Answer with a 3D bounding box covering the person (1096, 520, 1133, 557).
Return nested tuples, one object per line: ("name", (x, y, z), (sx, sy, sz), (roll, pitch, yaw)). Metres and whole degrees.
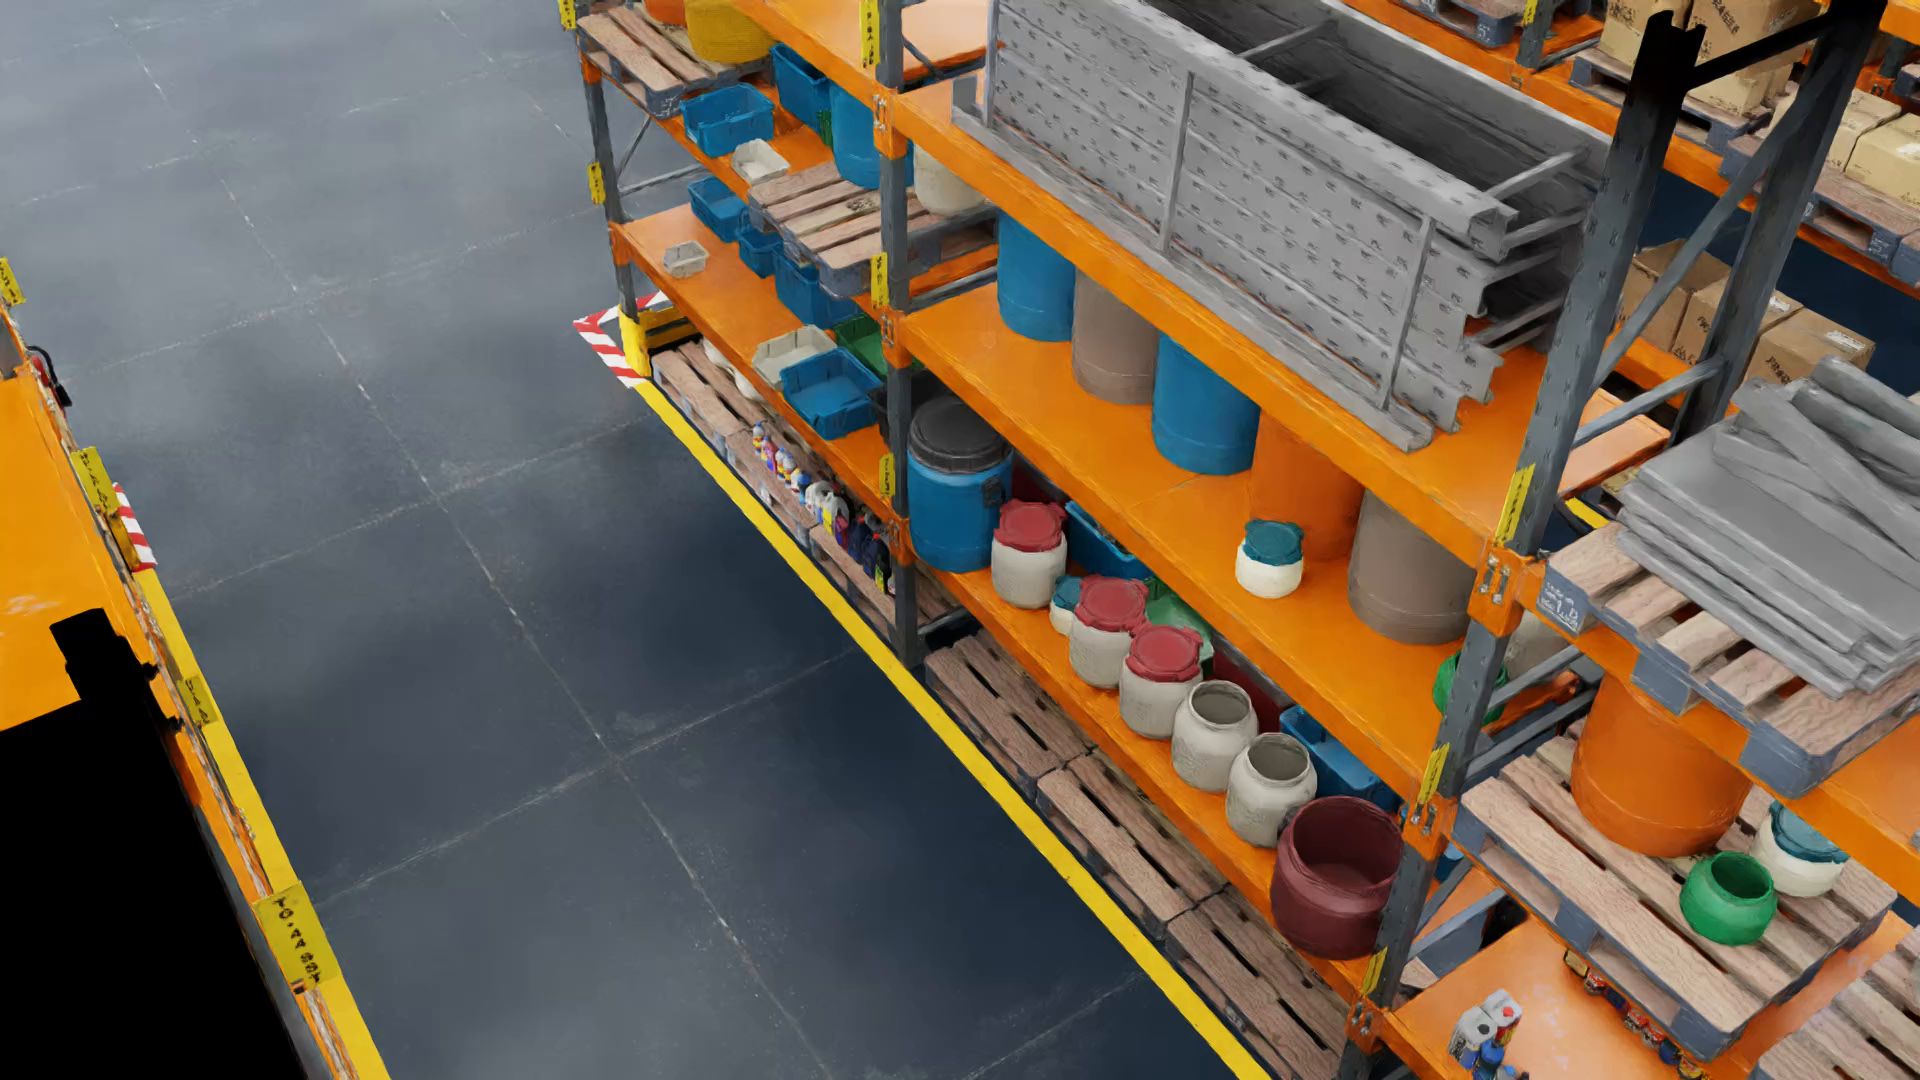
("person", (0.892, 0.156, 9.923), (0.474, 1.681, 0.532), (-32, 51, -30))
